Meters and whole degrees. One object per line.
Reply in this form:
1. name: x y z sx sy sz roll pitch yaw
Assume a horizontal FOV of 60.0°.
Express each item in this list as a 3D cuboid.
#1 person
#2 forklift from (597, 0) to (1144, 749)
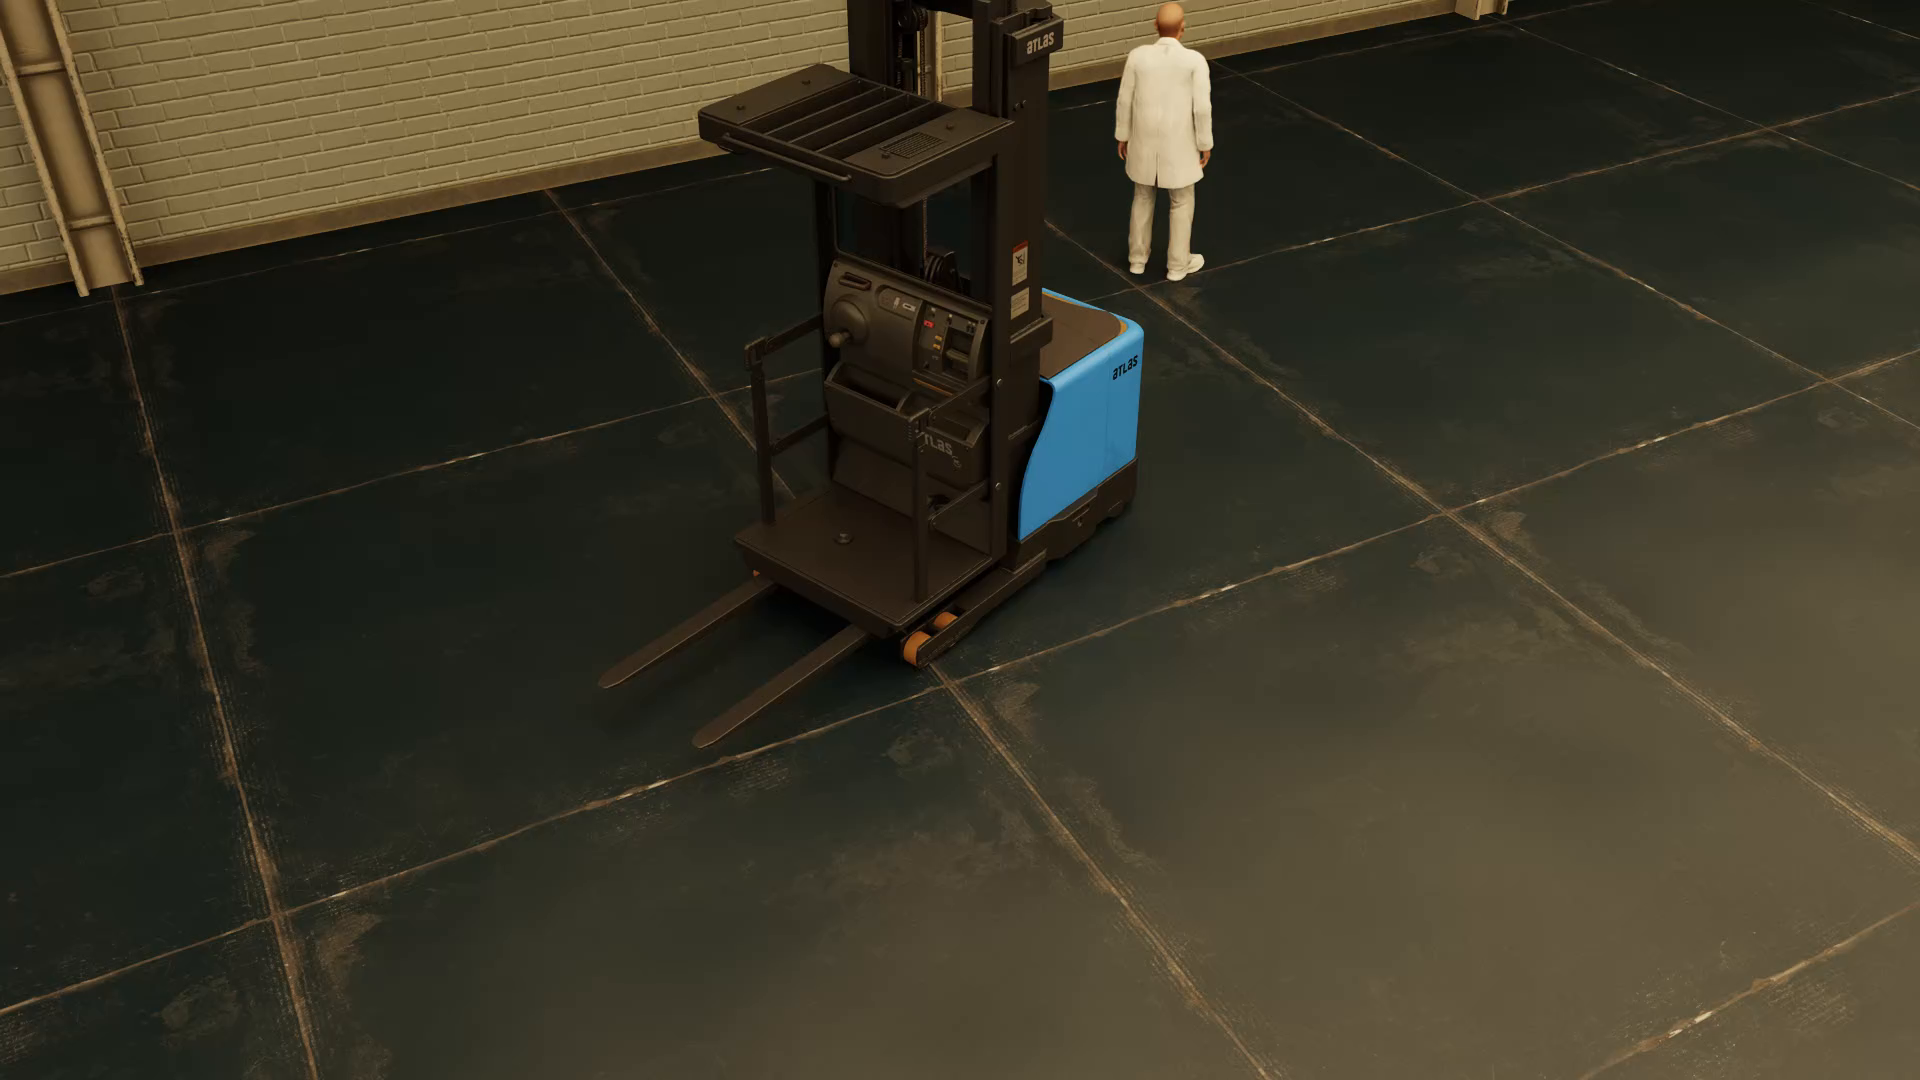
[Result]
1. person: 1.315 -2.568 10.759 0.649 1.773 0.436 12 37 17
2. forklift: -0.390 -0.927 7.434 1.130 2.935 3.031 26 43 31
